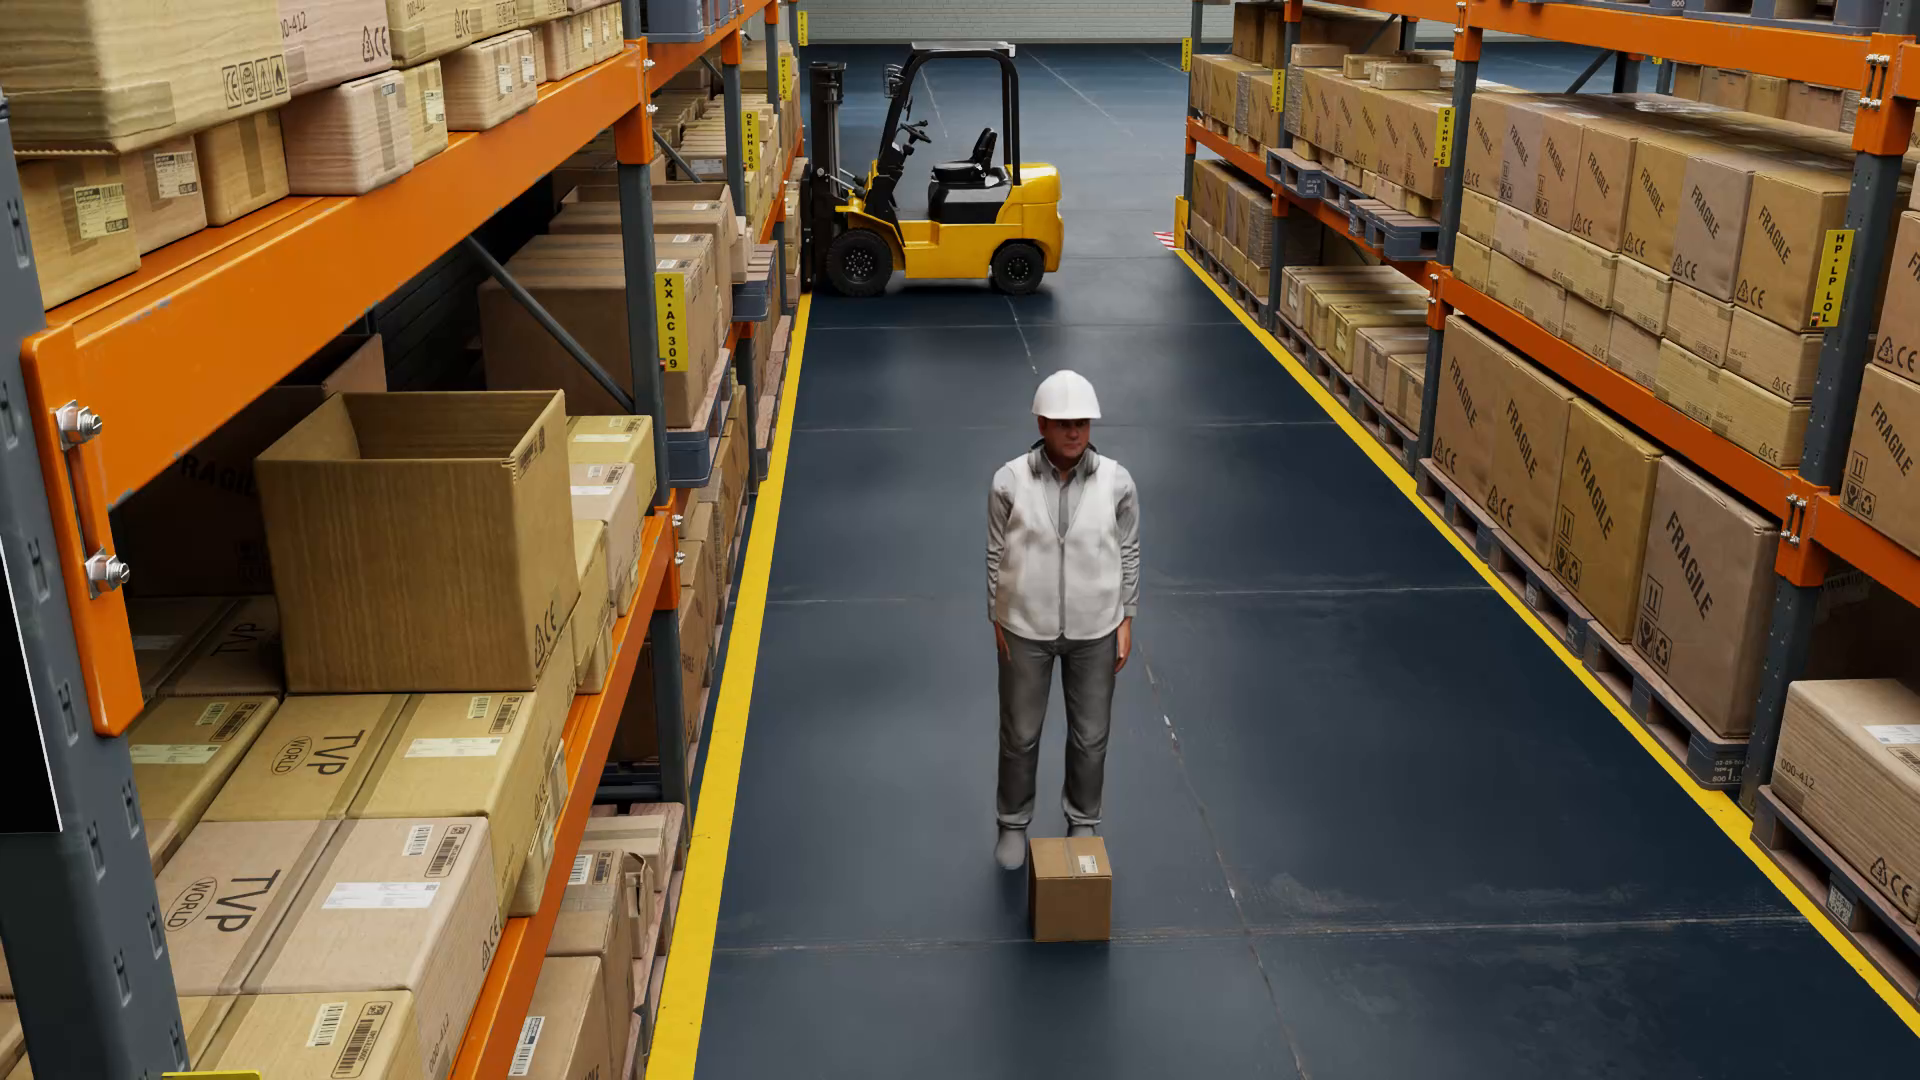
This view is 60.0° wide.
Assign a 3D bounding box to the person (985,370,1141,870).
[{"bbox_3d":[0.354,0.303,5.762,0.534,1.799,0.361,-1,20,-2],"label":"person"}]
